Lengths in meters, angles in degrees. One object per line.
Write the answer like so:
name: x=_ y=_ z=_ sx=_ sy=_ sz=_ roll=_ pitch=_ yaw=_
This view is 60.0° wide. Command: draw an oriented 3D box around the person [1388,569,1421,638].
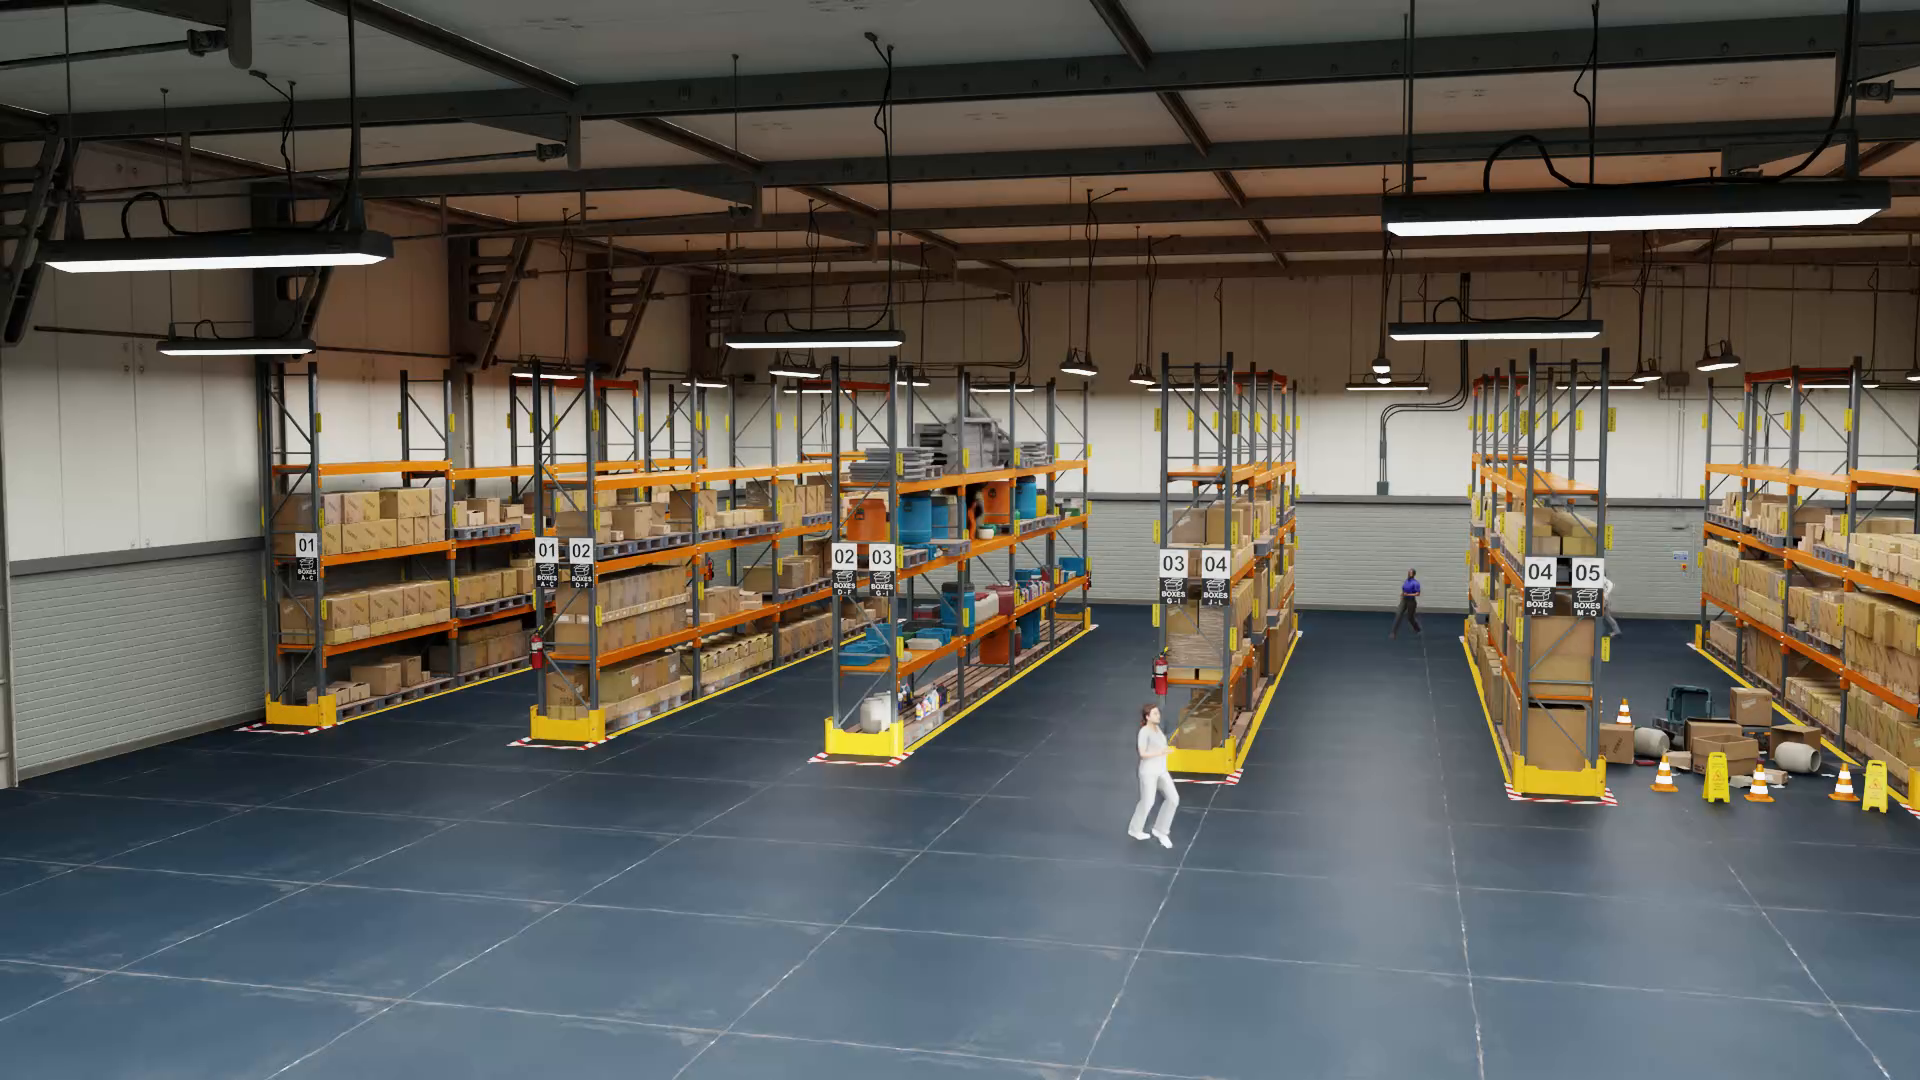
person: x=10.379 y=1.460 z=38.357 sx=0.969 sy=1.617 sz=0.599 roll=-3 pitch=5 yaw=-35

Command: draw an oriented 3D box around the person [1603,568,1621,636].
person: x=14.929 y=1.439 z=38.654 sx=0.852 sy=1.705 sz=0.622 roll=2 pitch=4 yaw=21

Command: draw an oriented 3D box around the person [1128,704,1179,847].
person: x=2.294 y=2.785 z=19.687 sx=0.544 sy=1.705 sz=0.691 roll=-4 pitch=6 yaw=-44
